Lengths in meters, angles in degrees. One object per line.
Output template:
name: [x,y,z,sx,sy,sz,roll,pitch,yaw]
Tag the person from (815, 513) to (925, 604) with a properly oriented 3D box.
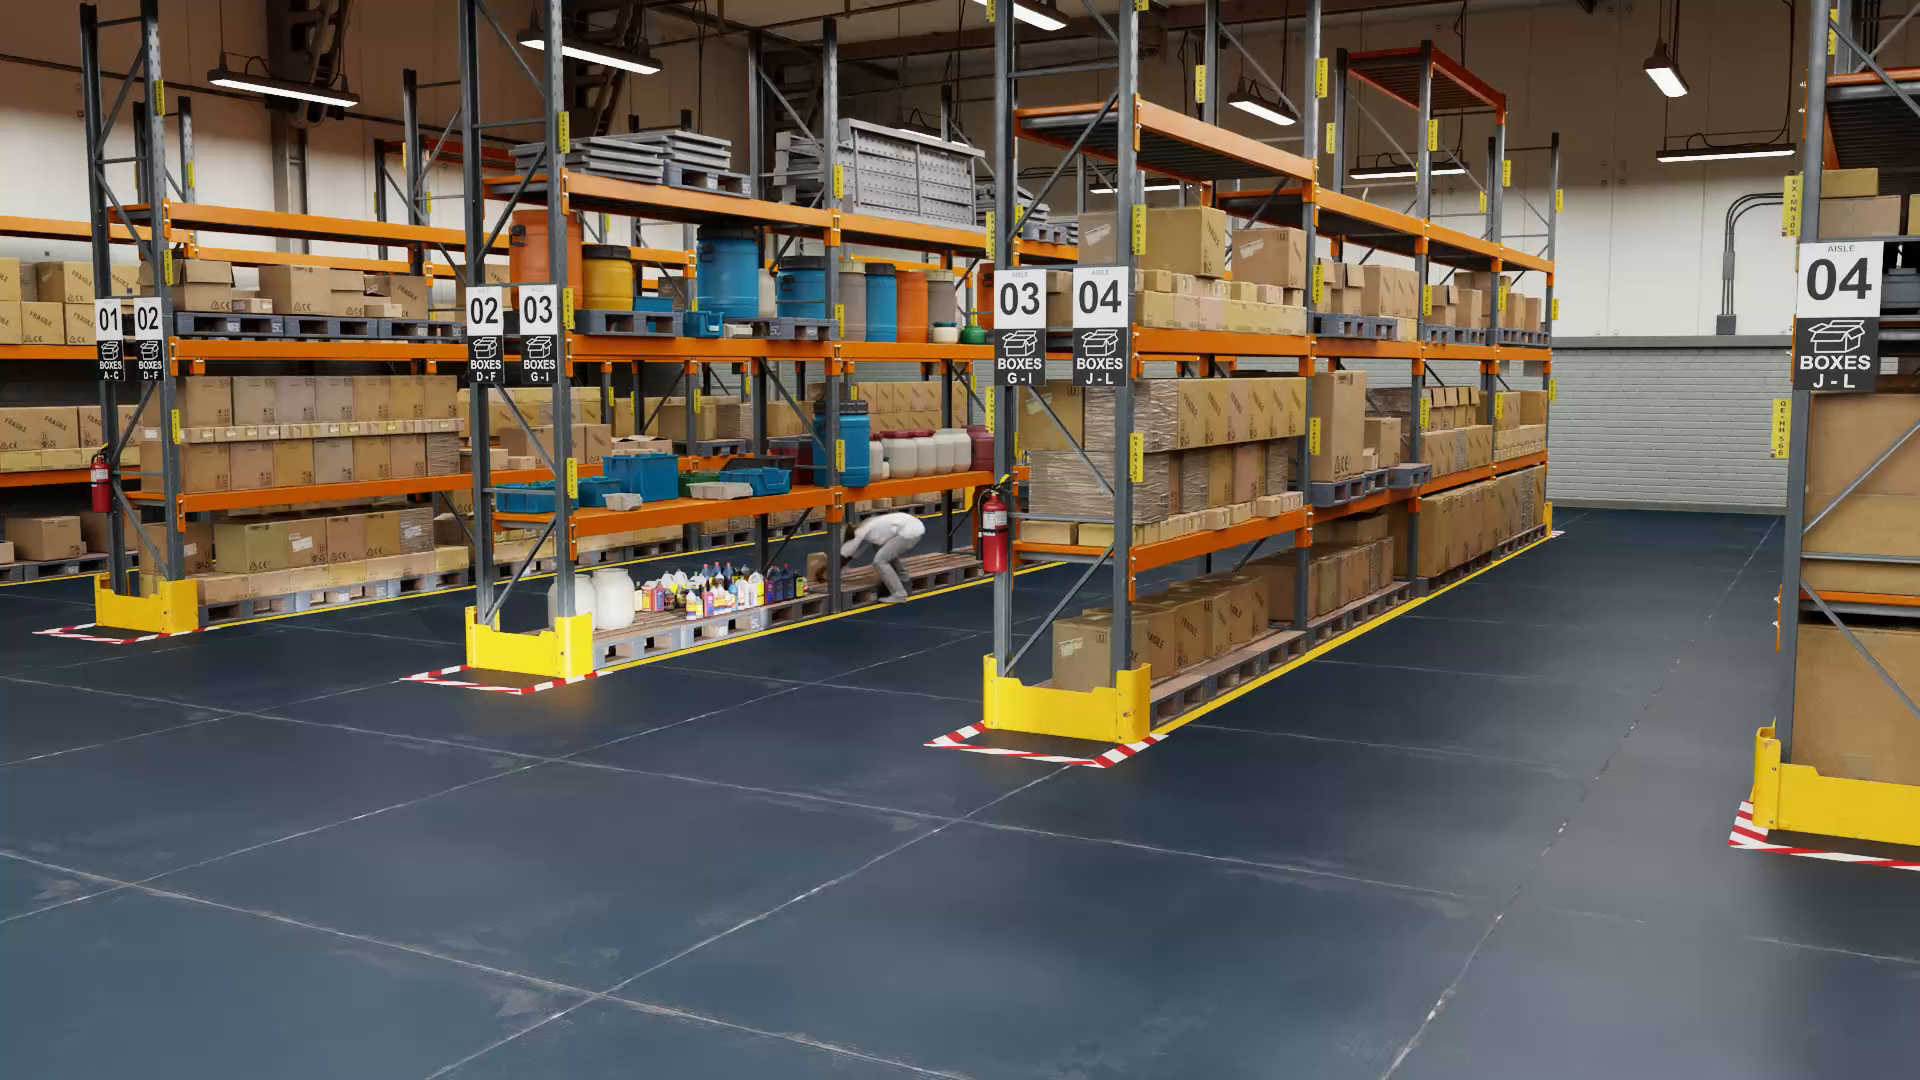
person: [-1.001,0.184,18.112,1.240,0.967,0.513,1,6,10]
